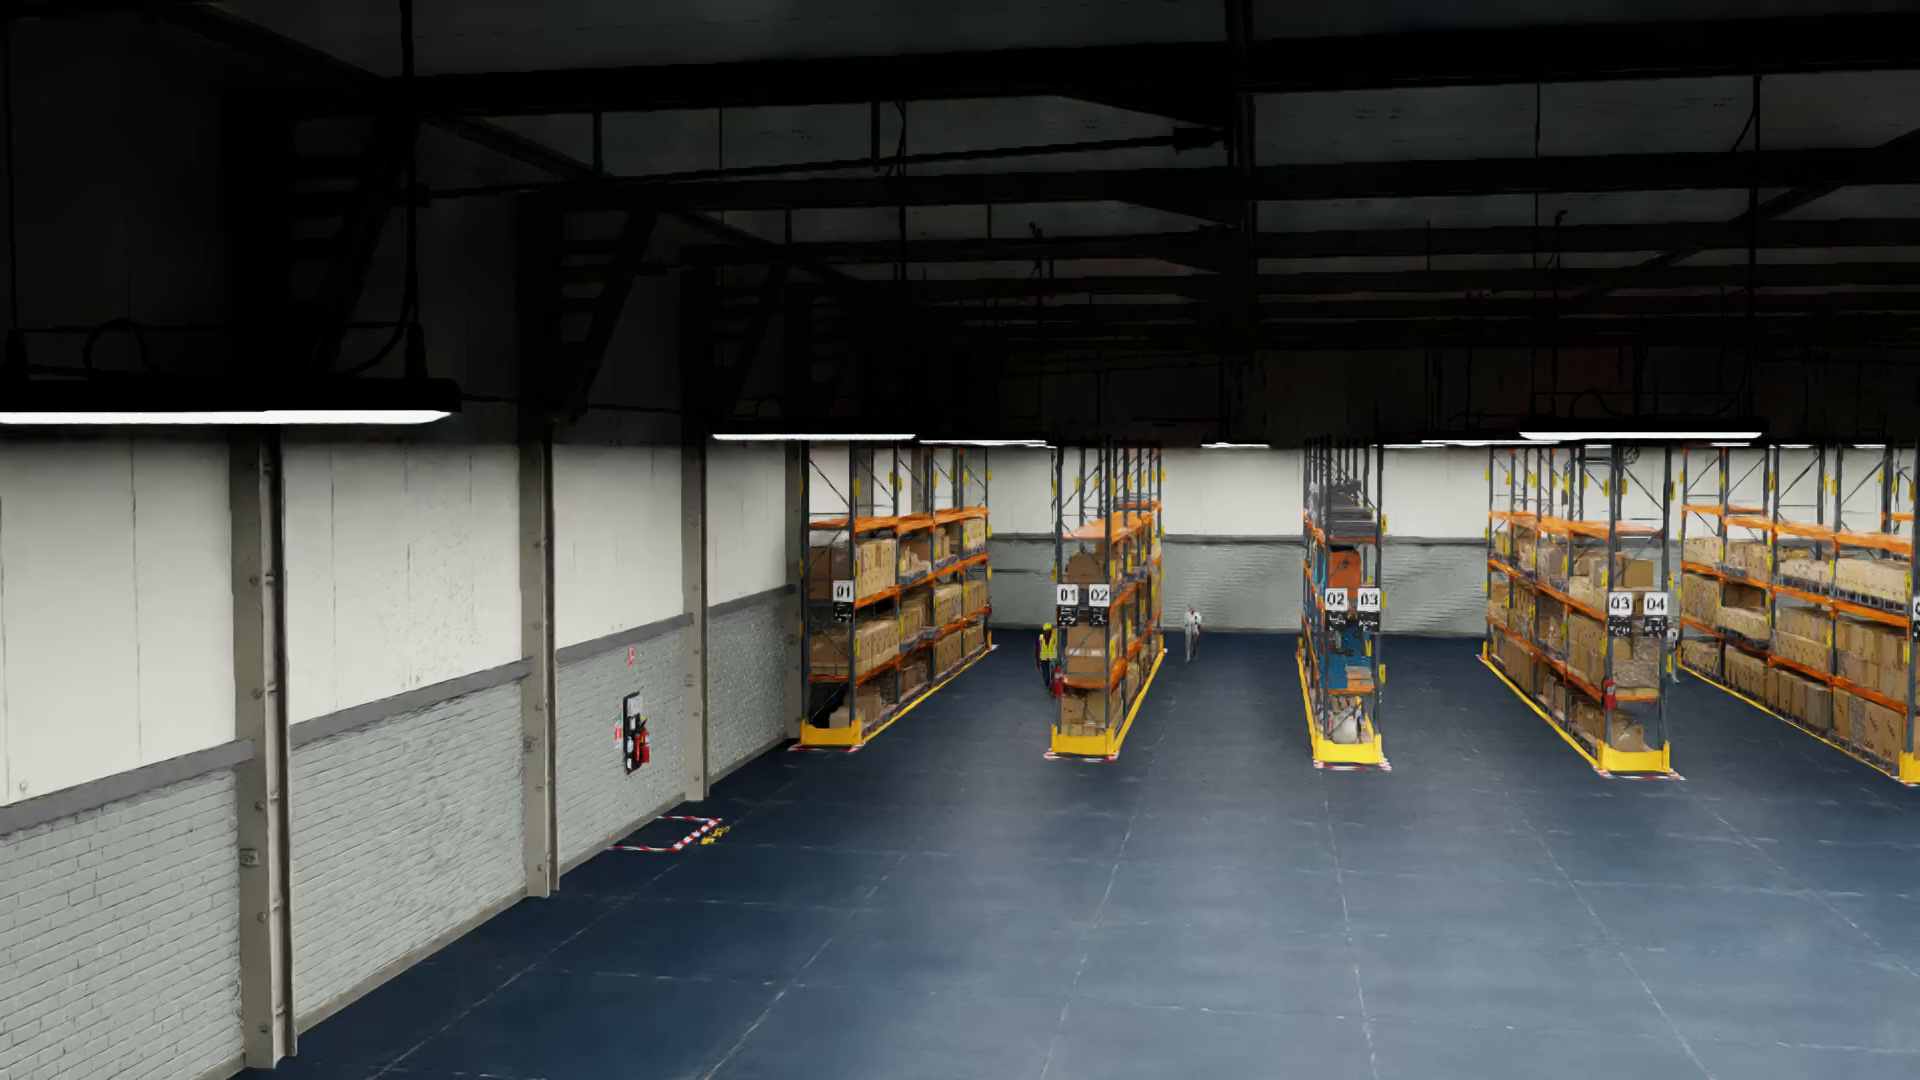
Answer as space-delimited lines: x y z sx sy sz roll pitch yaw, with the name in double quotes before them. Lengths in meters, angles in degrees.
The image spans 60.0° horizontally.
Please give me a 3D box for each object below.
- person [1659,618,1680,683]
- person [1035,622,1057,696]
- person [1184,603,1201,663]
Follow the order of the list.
"person" 17.436 2.694 40.960 0.495 1.589 1.068 1 3 13
"person" 2.041 2.762 38.836 0.579 1.688 1.107 1 3 13
"person" 6.280 2.486 44.858 0.445 1.590 1.081 0 3 8
